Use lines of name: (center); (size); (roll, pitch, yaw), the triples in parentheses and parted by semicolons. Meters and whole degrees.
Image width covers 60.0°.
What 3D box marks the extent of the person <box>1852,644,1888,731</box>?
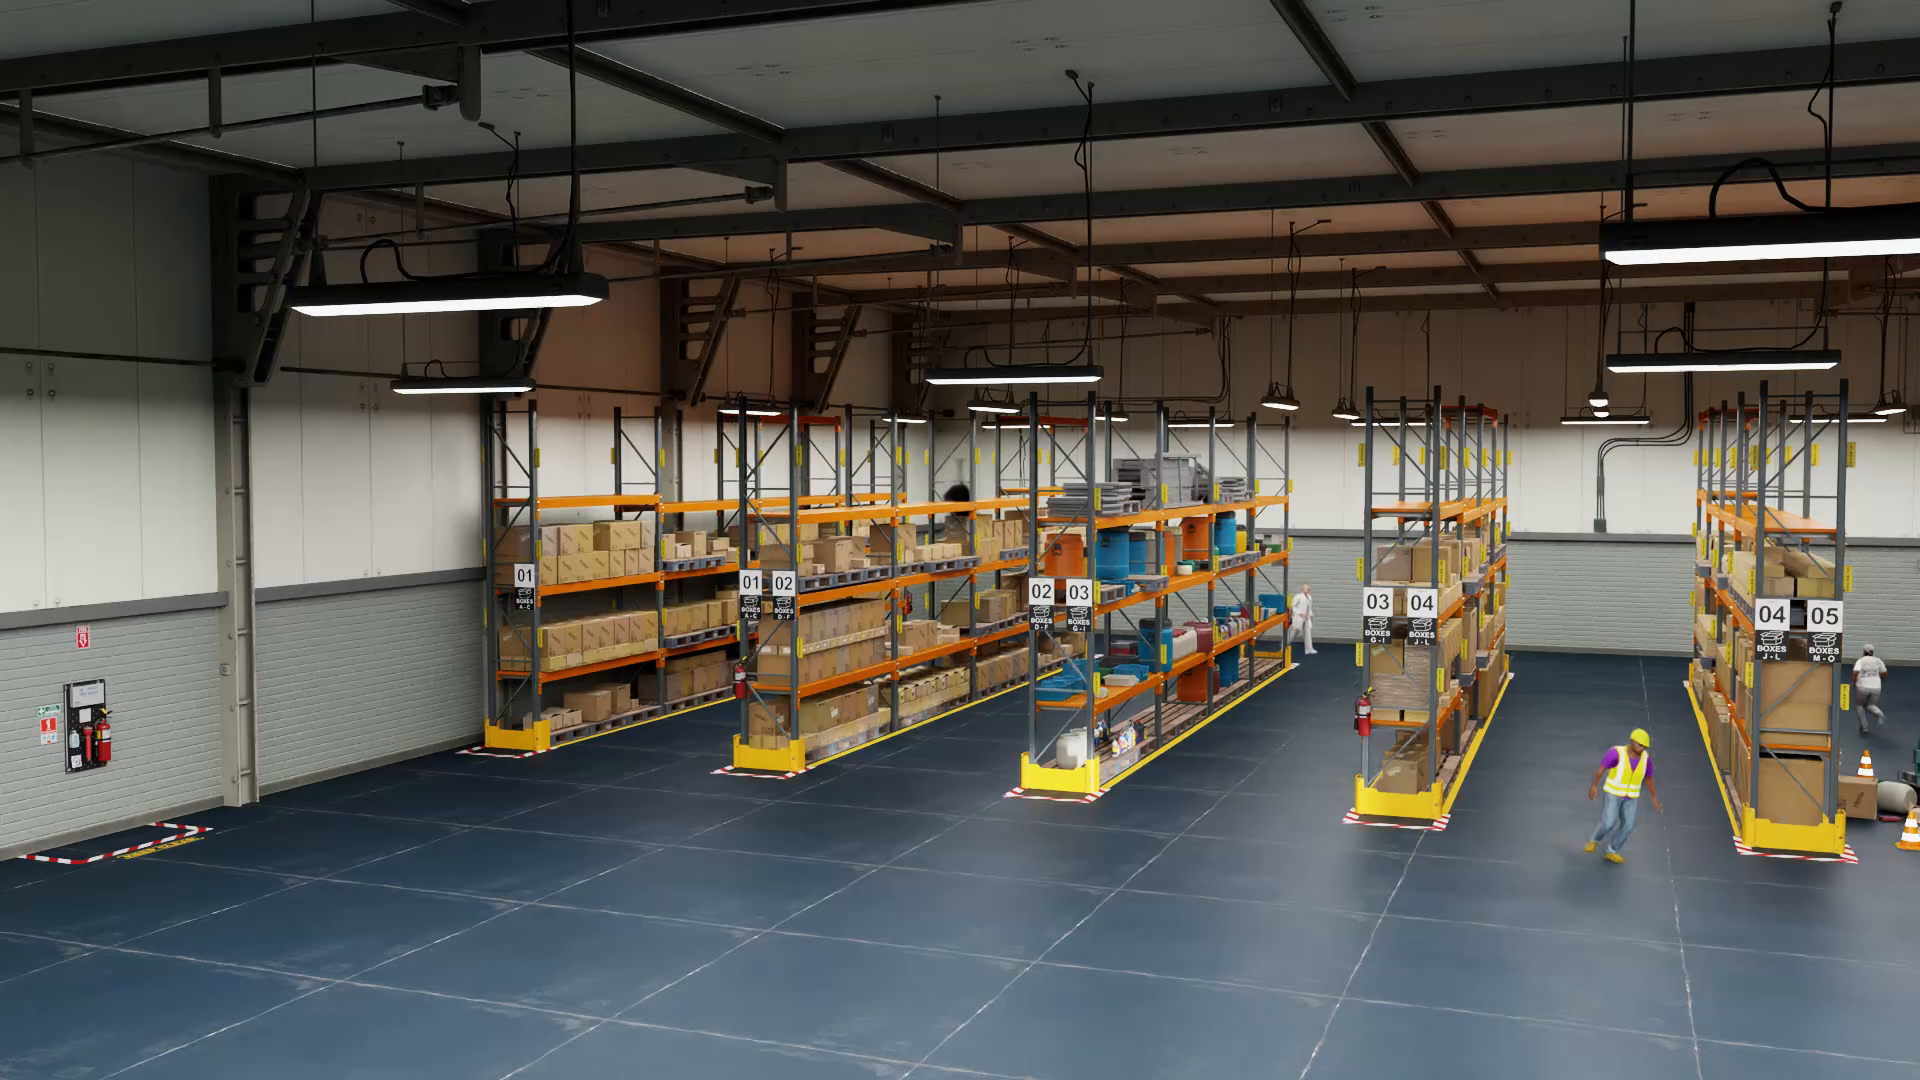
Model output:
person: (16.573, 2.710, 30.305); (0.615, 1.621, 0.642); (0, 3, 7)

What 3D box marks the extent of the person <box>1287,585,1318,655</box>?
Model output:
person: (8.675, 2.016, 41.962); (0.746, 1.771, 1.068); (-2, 3, -31)

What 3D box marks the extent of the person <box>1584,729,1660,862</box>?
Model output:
person: (8.168, 3.135, 20.483); (0.801, 1.680, 0.683); (0, 3, -1)
